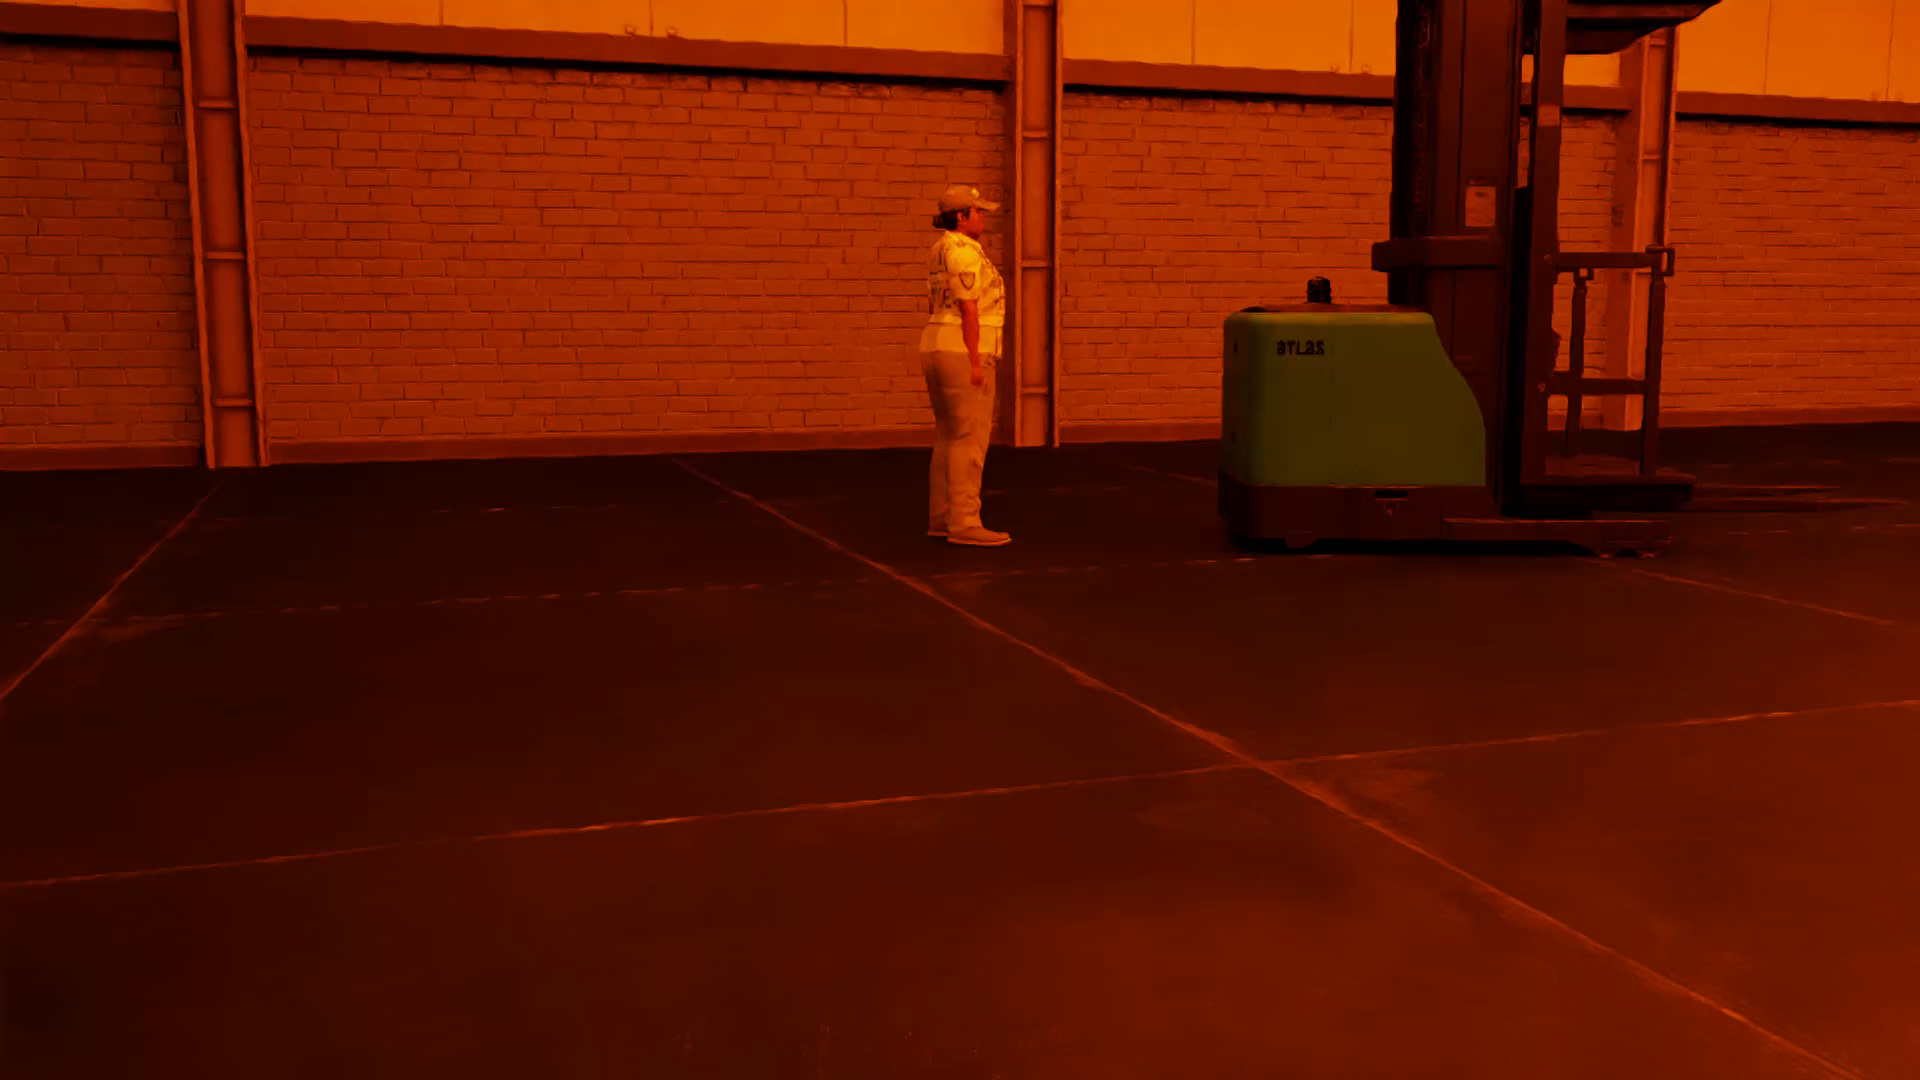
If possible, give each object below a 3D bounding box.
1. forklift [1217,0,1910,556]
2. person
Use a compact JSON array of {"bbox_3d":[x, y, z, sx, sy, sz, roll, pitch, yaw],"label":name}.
[{"bbox_3d":[2.798,-1.452,7.727,3.031,2.935,1.130,0,8,1],"label":"forklift"},{"bbox_3d":[0.018,-0.822,7.811,0.390,1.669,0.482,-3,8,-18],"label":"person"}]
